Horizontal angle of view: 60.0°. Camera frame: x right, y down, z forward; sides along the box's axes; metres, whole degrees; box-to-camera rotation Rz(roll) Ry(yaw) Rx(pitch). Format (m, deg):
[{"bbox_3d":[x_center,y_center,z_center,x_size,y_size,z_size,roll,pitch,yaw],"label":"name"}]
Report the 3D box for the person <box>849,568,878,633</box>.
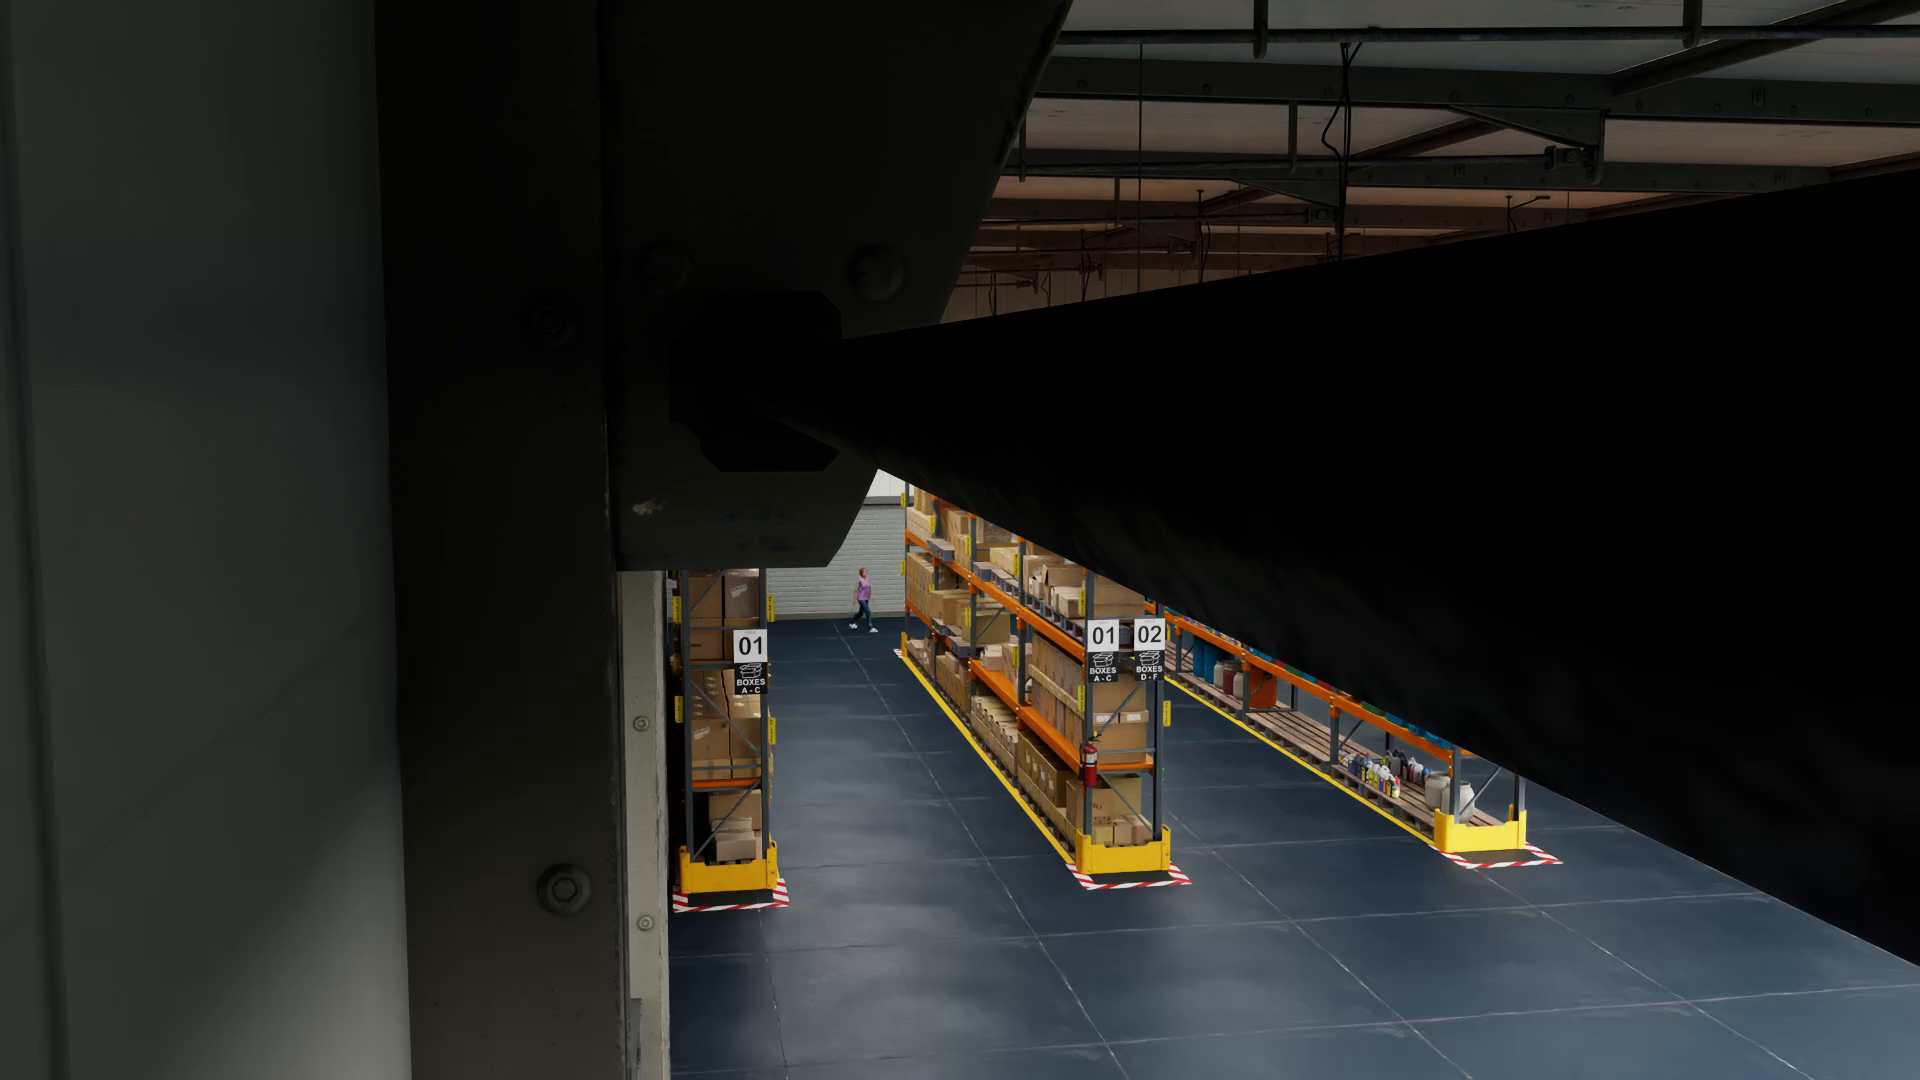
[{"bbox_3d":[-2.305,1.421,39.776,0.963,1.541,0.425,4,7,35],"label":"person"}]
